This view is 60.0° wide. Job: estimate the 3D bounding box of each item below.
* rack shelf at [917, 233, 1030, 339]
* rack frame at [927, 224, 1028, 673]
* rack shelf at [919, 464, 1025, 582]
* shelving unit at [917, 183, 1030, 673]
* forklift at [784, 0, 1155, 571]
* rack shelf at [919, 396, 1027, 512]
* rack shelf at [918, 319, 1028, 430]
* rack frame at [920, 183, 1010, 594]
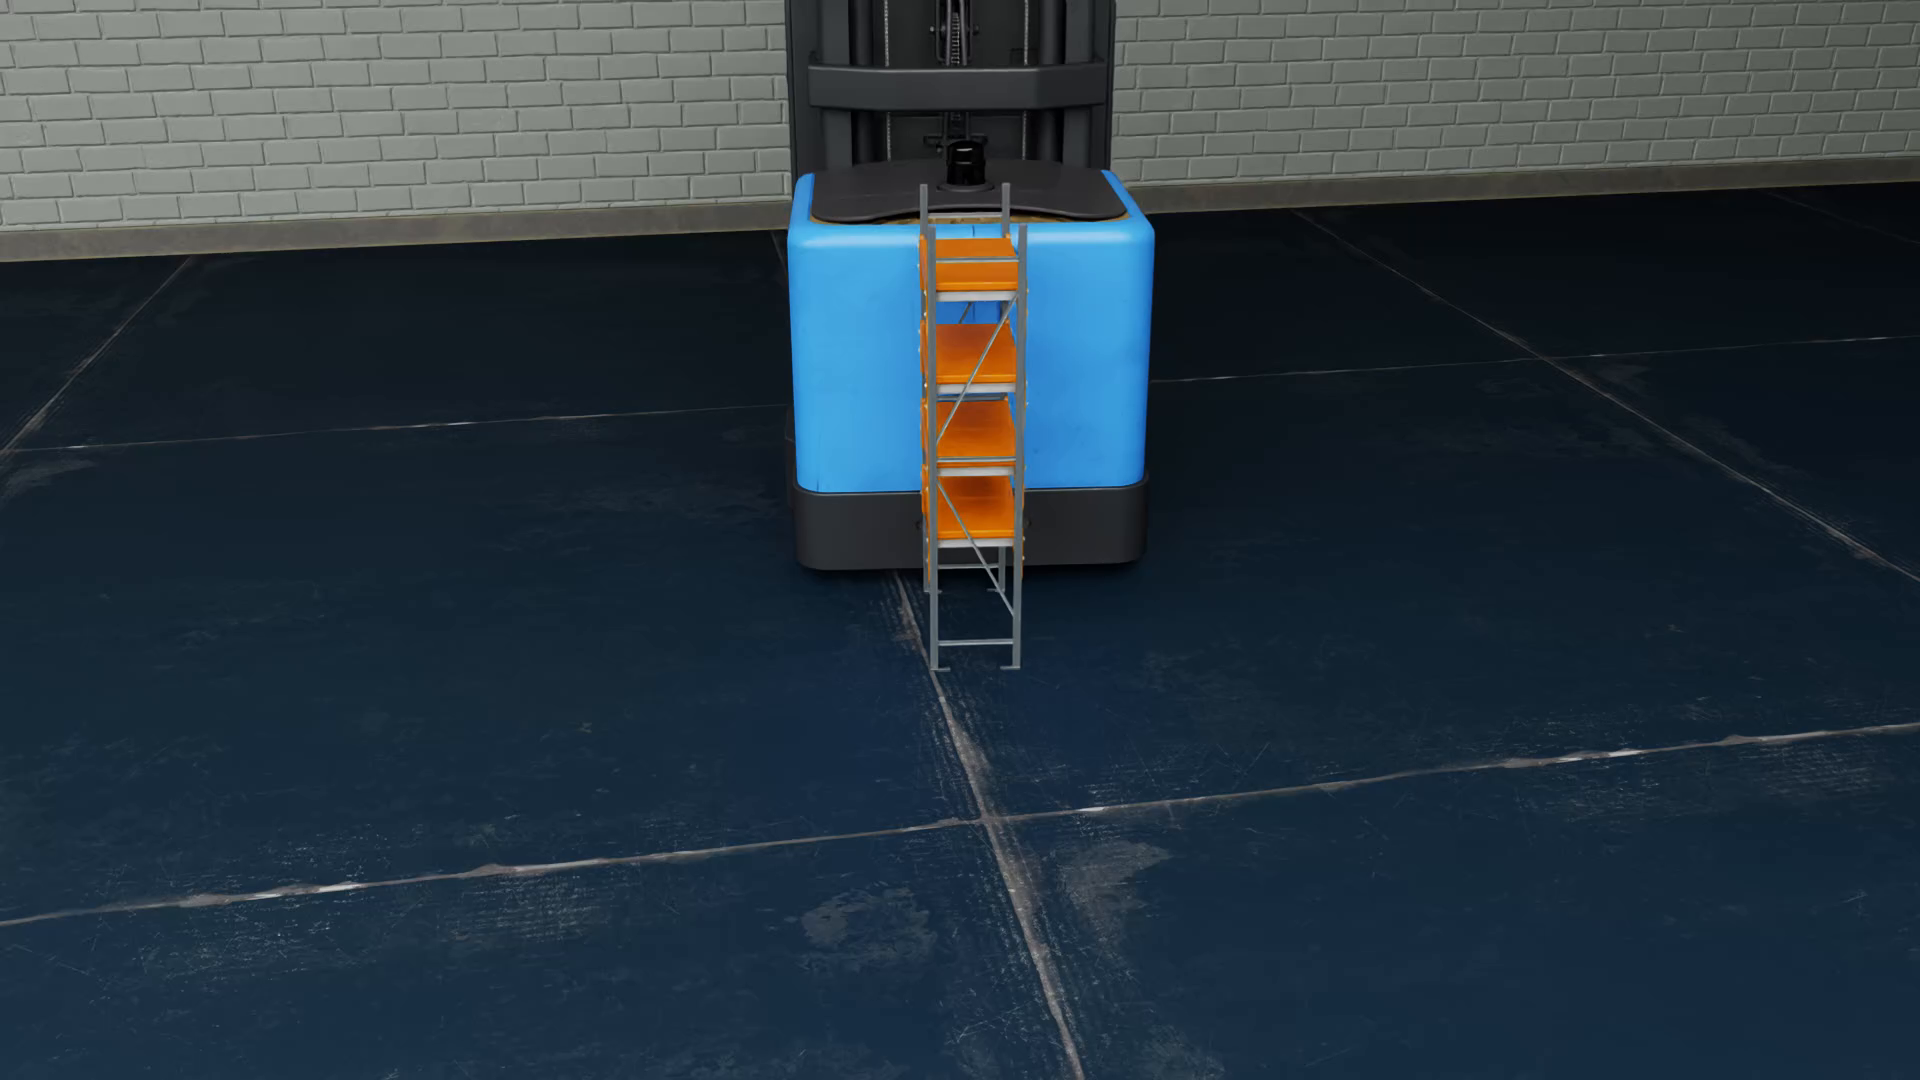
[{"bbox_3d":[0.027,-0.659,4.279,0.258,0.148,0.480,-1,24,-3],"label":"rack shelf"},{"bbox_3d":[0.041,-0.202,4.213,0.240,1.200,0.015,-1,24,-3],"label":"rack frame"},{"bbox_3d":[0.027,-0.056,4.542,0.258,0.148,0.480,-1,24,-3],"label":"rack shelf"},{"bbox_3d":[0.027,-0.299,4.436,0.258,1.200,0.503,-1,24,-3],"label":"shelving unit"},{"bbox_3d":[-0.047,-1.802,5.714,1.130,2.935,3.031,-1,24,-3],"label":"forklift"},{"bbox_3d":[0.027,-0.238,4.463,0.258,0.148,0.480,-1,24,-3],"label":"rack shelf"},{"bbox_3d":[0.027,-0.443,4.373,0.258,0.148,0.480,-1,24,-3],"label":"rack shelf"},{"bbox_3d":[0.013,-0.397,4.659,0.240,1.200,0.015,-1,24,-3],"label":"rack frame"}]
